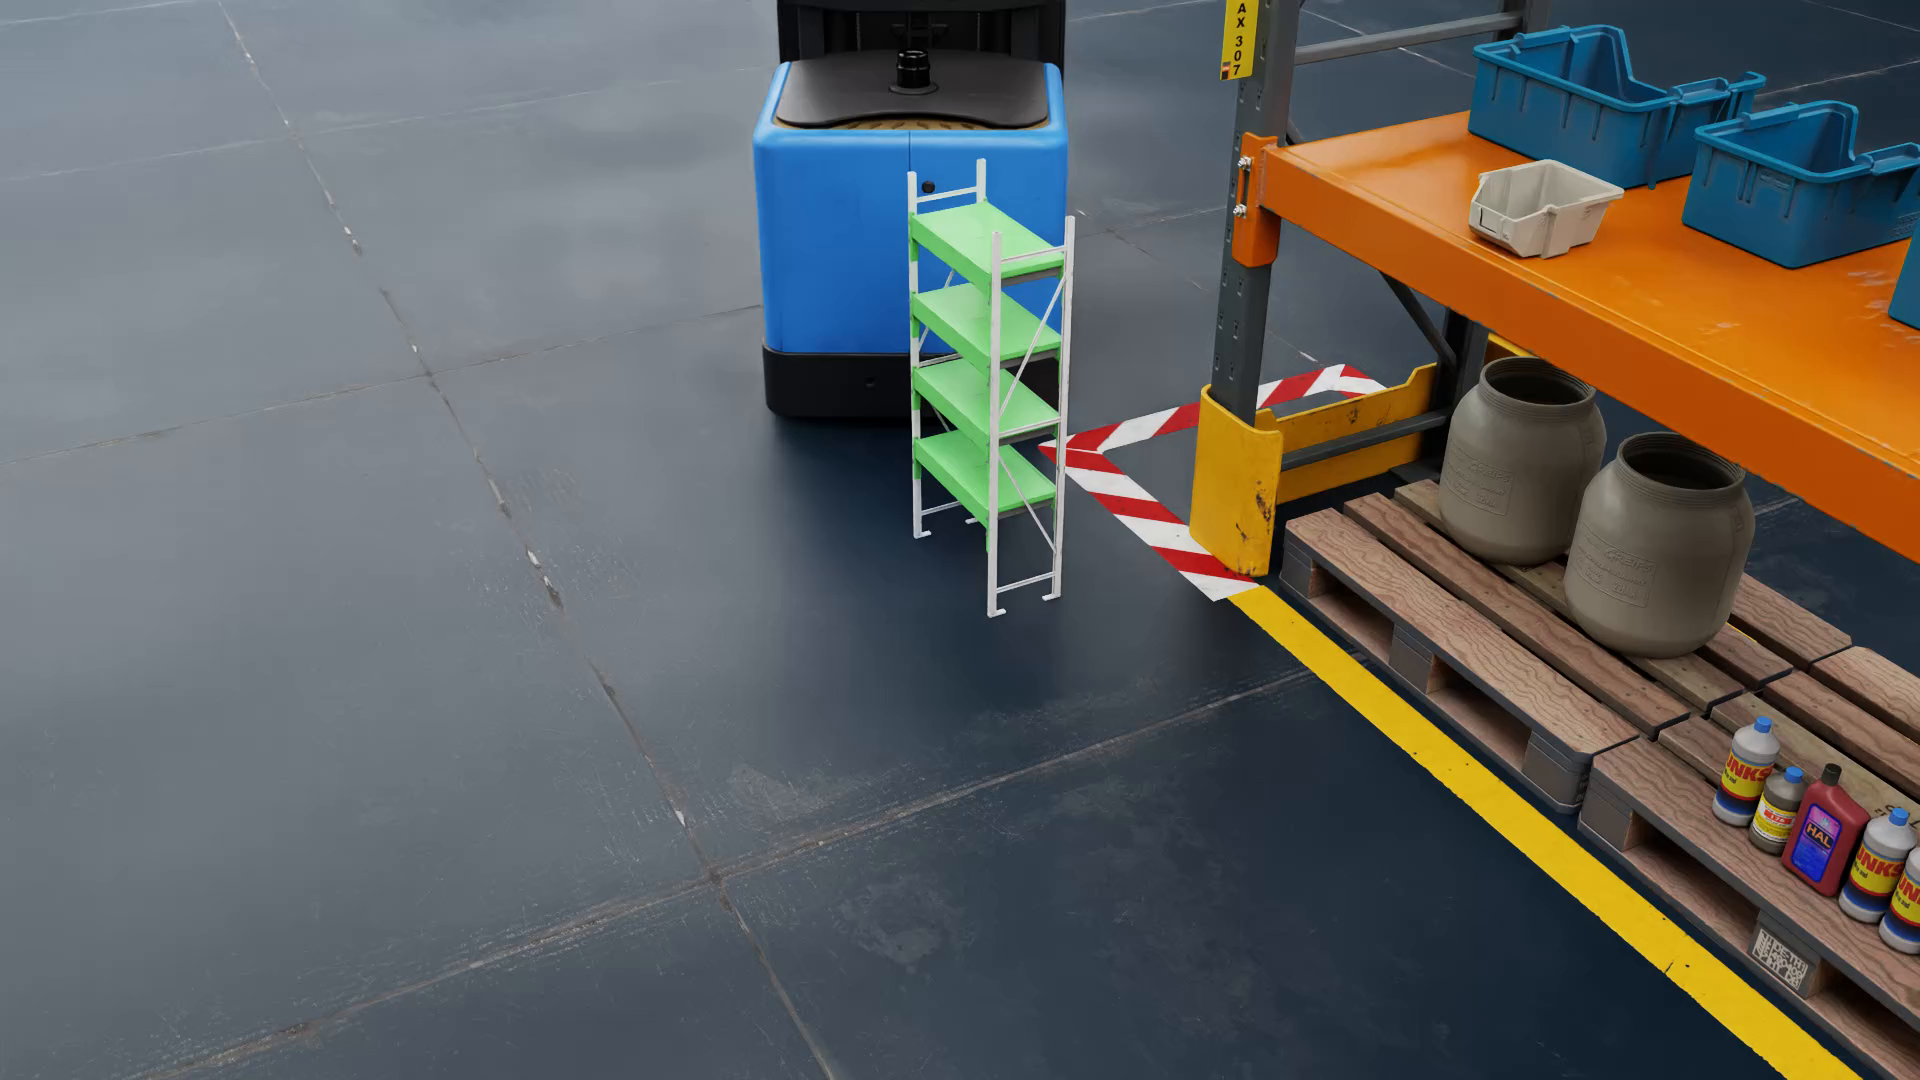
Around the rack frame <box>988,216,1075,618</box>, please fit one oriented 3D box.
[{"bbox_3d":[0.191,-0.310,4.621,0.240,1.200,0.015,-16,36,-23],"label":"rack frame"}]

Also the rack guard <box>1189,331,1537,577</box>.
[{"bbox_3d":[1.302,-0.313,5.276,1.175,0.500,0.348,-16,36,-23],"label":"rack guard"}]

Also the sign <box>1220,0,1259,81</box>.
[{"bbox_3d":[0.737,-1.370,4.352,0.100,0.325,0.005,-16,36,-23],"label":"sign"}]

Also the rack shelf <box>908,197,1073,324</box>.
[{"bbox_3d":[0.077,-0.777,4.579,0.258,0.148,0.480,-16,36,-23],"label":"rack shelf"}]

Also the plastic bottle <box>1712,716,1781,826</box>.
[{"bbox_3d":[1.795,0.517,3.784,0.097,0.271,0.097,0,33,0],"label":"plastic bottle"}]

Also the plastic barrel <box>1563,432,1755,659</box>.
[{"bbox_3d":[1.834,0.015,4.364,0.421,0.512,0.421,0,33,0],"label":"plastic barrel"}]

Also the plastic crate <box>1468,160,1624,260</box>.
[{"bbox_3d":[1.358,-0.771,3.918,0.298,0.136,0.250,-16,36,-23],"label":"plastic crate"}]

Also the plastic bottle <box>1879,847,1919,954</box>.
[{"bbox_3d":[2.001,0.728,3.454,0.097,0.271,0.097,0,33,0],"label":"plastic bottle"}]

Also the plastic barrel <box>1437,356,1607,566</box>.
[{"bbox_3d":[1.600,-0.225,4.737,0.421,0.512,0.421,0,33,0],"label":"plastic barrel"}]

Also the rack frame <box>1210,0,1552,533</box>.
[{"bbox_3d":[1.225,-1.390,4.639,1.000,3.000,0.127,-16,36,-23],"label":"rack frame"}]

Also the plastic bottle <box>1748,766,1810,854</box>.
[{"bbox_3d":[1.843,0.596,3.726,0.097,0.201,0.097,0,33,0],"label":"plastic bottle"}]

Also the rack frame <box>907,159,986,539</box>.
[{"bbox_3d":[-0.037,-0.543,4.985,0.240,1.200,0.015,-16,36,-23],"label":"rack frame"}]

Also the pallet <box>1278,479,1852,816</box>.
[{"bbox_3d":[1.676,0.197,4.746,1.003,0.211,1.213,-16,36,-23],"label":"pallet"}]

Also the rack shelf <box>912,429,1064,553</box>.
[{"bbox_3d":[0.077,-0.170,4.967,0.258,0.148,0.480,-16,36,-23],"label":"rack shelf"}]

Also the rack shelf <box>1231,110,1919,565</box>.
[{"bbox_3d":[2.158,-0.133,3.344,1.077,0.370,4.000,-16,36,-23],"label":"rack shelf"}]

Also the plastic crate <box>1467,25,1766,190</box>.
[{"bbox_3d":[1.723,-1.164,4.424,0.499,0.251,0.616,-16,36,-23],"label":"plastic crate"}]

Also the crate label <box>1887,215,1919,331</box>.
[{"bbox_3d":[2.323,-0.595,3.365,0.502,0.435,0.616,-16,36,-23],"label":"crate label"}]

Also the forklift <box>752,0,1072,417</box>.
[{"bbox_3d":[-0.142,-2.416,6.305,1.130,2.935,3.031,0,33,1],"label":"forklift"}]

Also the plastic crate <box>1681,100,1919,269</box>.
[{"bbox_3d":[2.021,-0.853,3.938,0.499,0.251,0.408,-16,36,-23],"label":"plastic crate"}]

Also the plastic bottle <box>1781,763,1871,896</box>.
[{"bbox_3d":[1.884,0.625,3.605,0.061,0.283,0.133,-15,36,-22],"label":"plastic bottle"}]

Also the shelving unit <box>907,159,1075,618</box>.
[{"bbox_3d":[0.077,-0.426,4.803,0.258,1.200,0.503,-16,36,-23],"label":"shelving unit"}]

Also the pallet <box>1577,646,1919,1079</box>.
[{"bbox_3d":[2.241,0.779,3.839,1.003,0.211,1.213,-16,36,-23],"label":"pallet"}]

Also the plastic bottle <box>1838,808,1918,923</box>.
[{"bbox_3d":[1.955,0.681,3.528,0.097,0.271,0.097,0,33,0],"label":"plastic bottle"}]

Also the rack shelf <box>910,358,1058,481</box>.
[{"bbox_3d":[0.077,-0.372,4.837,0.258,0.148,0.480,-16,36,-23],"label":"rack shelf"}]

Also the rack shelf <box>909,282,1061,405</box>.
[{"bbox_3d":[0.077,-0.574,4.708,0.258,0.148,0.480,-16,36,-23],"label":"rack shelf"}]
